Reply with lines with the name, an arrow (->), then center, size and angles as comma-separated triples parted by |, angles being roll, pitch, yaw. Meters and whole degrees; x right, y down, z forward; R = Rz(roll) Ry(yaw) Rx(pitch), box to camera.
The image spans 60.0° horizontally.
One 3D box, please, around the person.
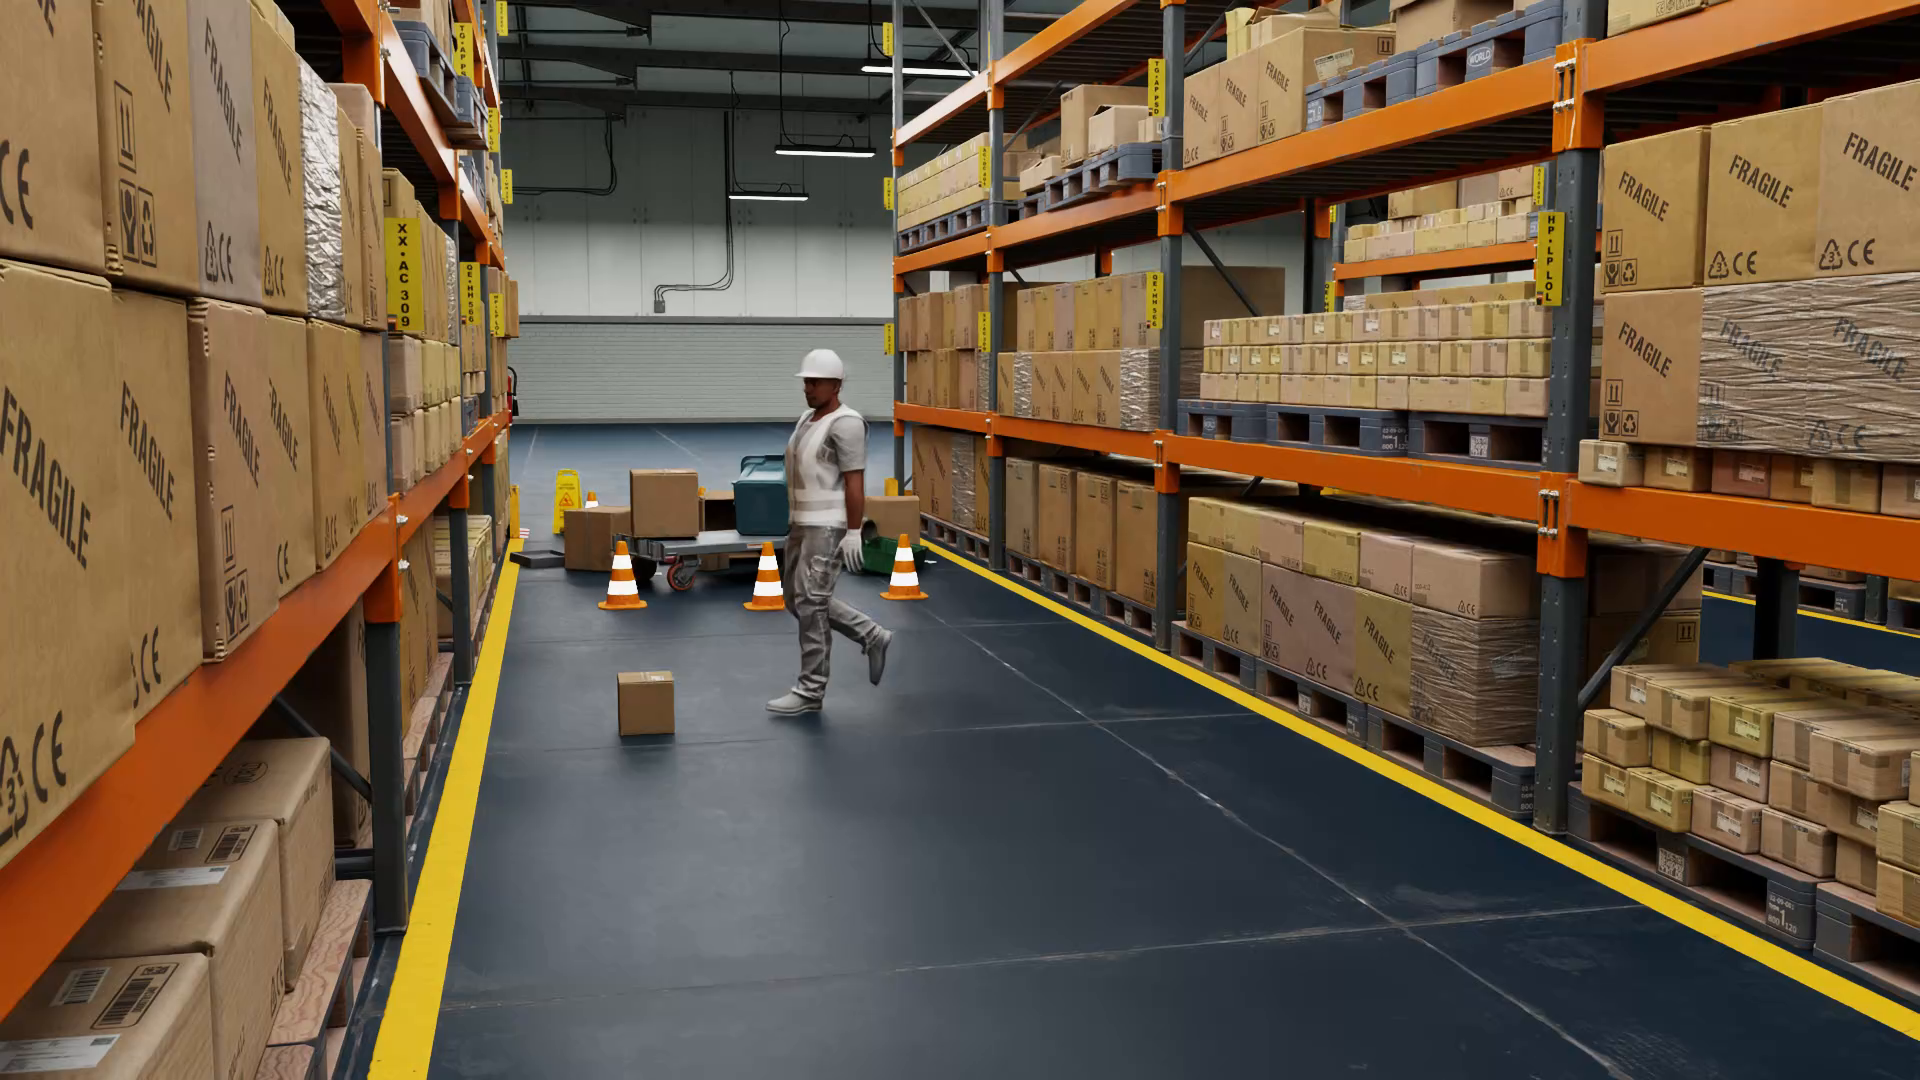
person -> -0.644, -0.054, 8.217 | 0.732, 1.769, 0.600 | -3, 7, -26
